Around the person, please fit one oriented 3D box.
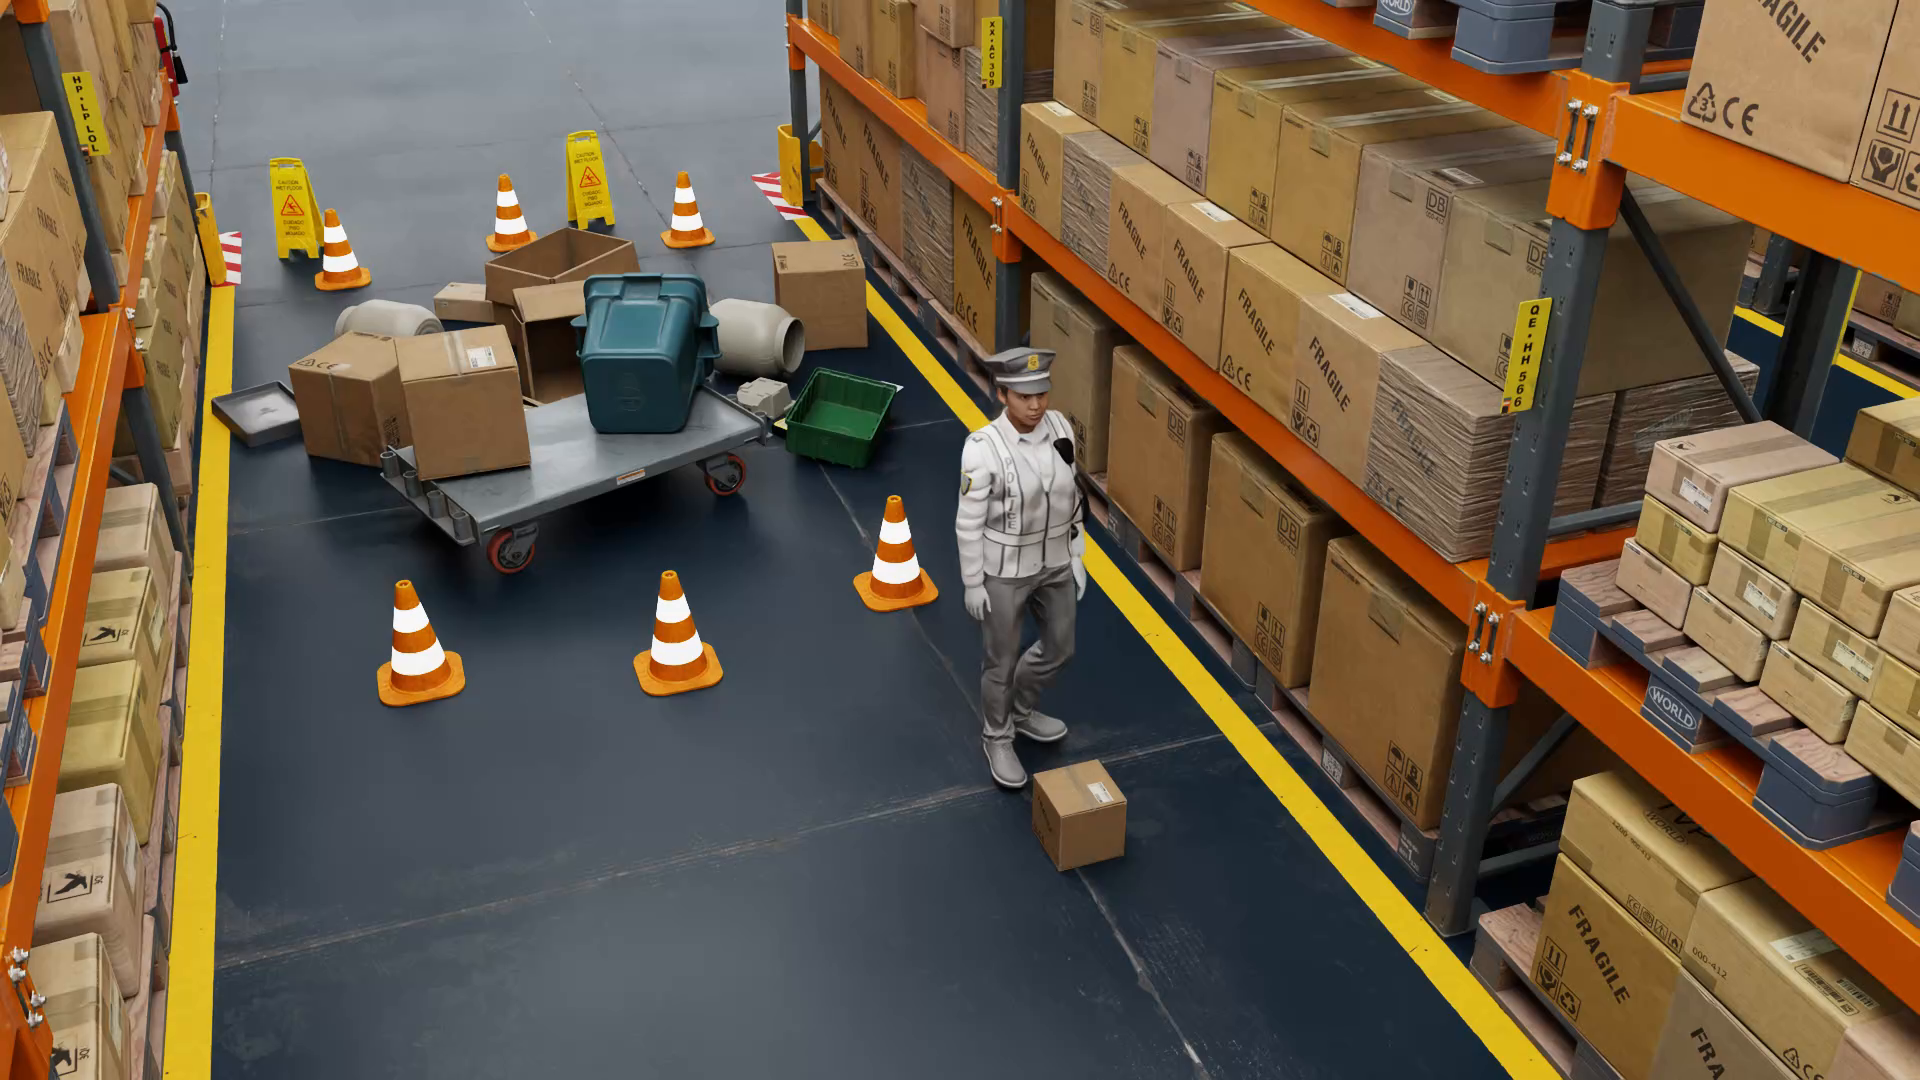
[{"bbox_3d":[0.236,0.096,5.888,0.489,1.693,0.363,-16,34,-26],"label":"person"}]
